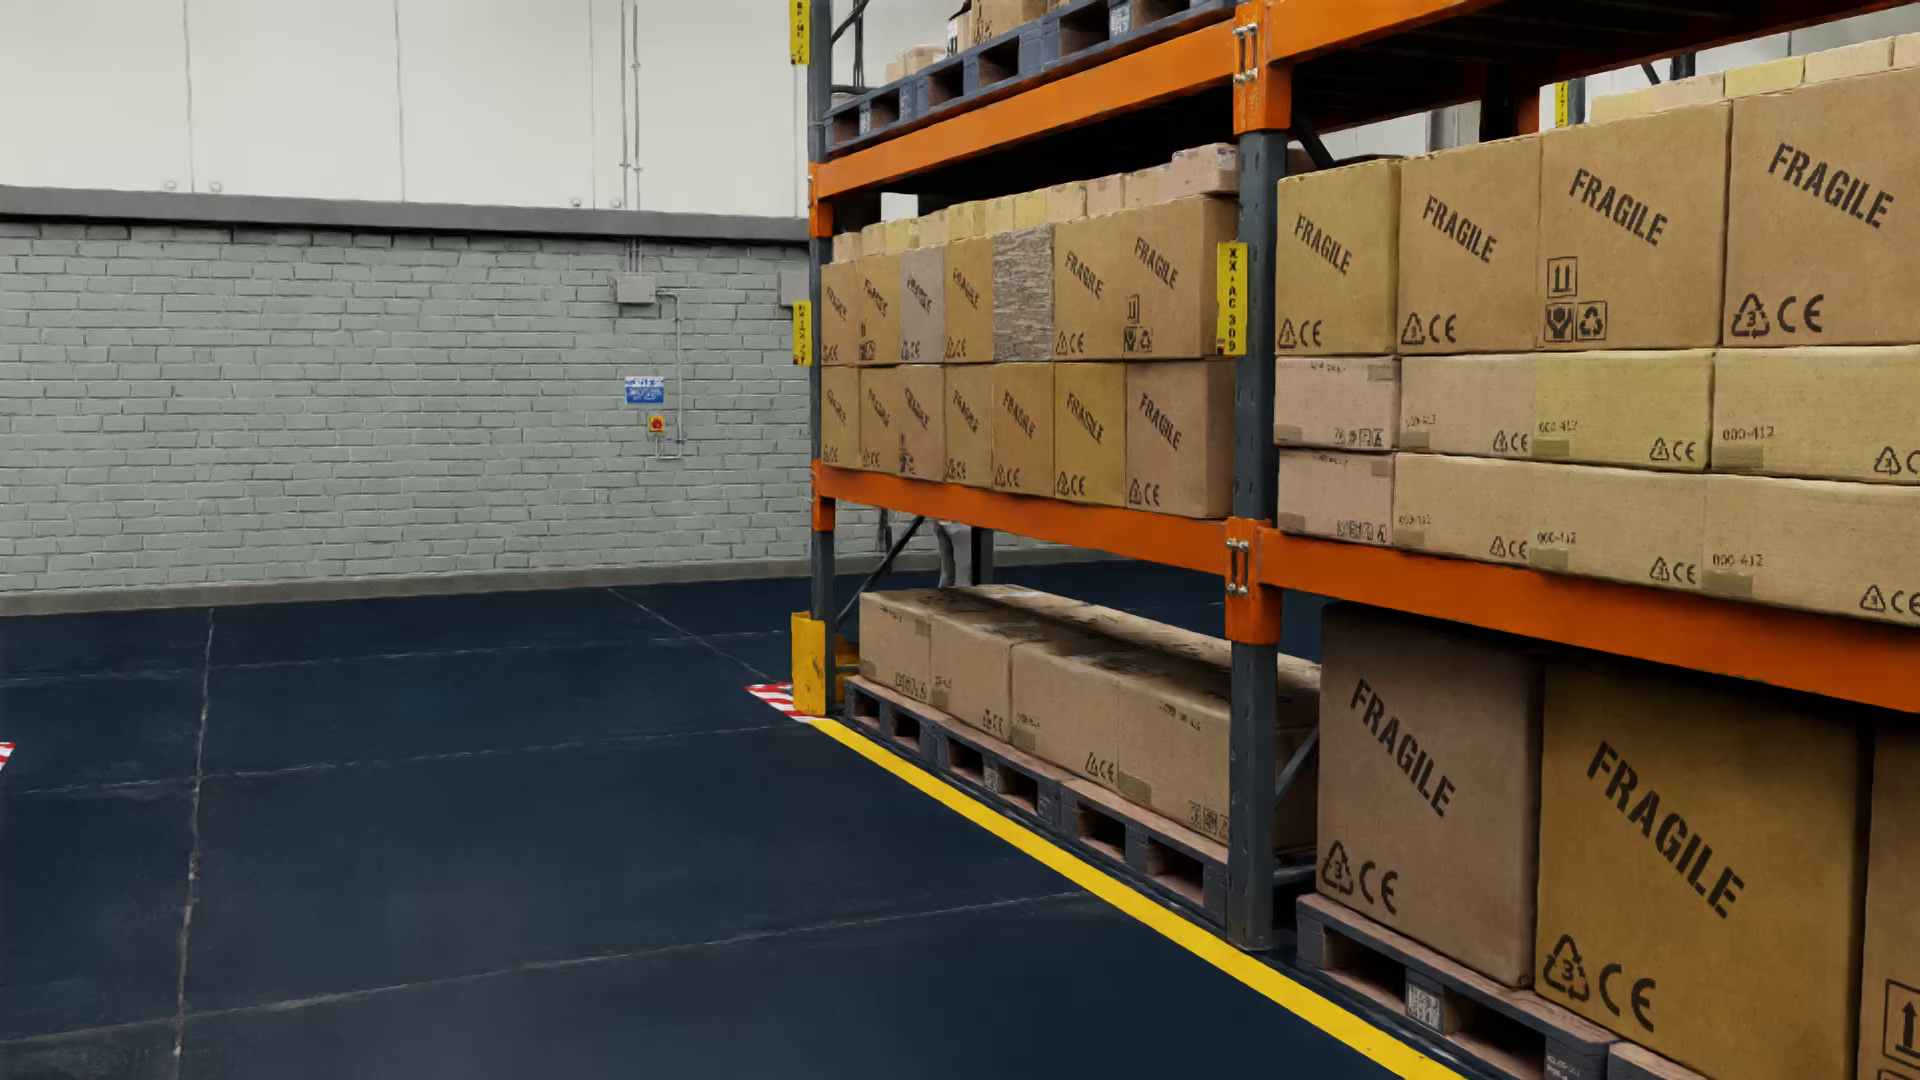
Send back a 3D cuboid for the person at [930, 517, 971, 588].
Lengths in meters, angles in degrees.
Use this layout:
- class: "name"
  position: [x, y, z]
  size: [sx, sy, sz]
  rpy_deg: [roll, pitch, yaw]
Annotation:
- class: "person"
  position: [0.006, -0.086, 10.337]
  size: [0.337, 1.606, 0.467]
  rpy_deg: [-4, 7, -34]
